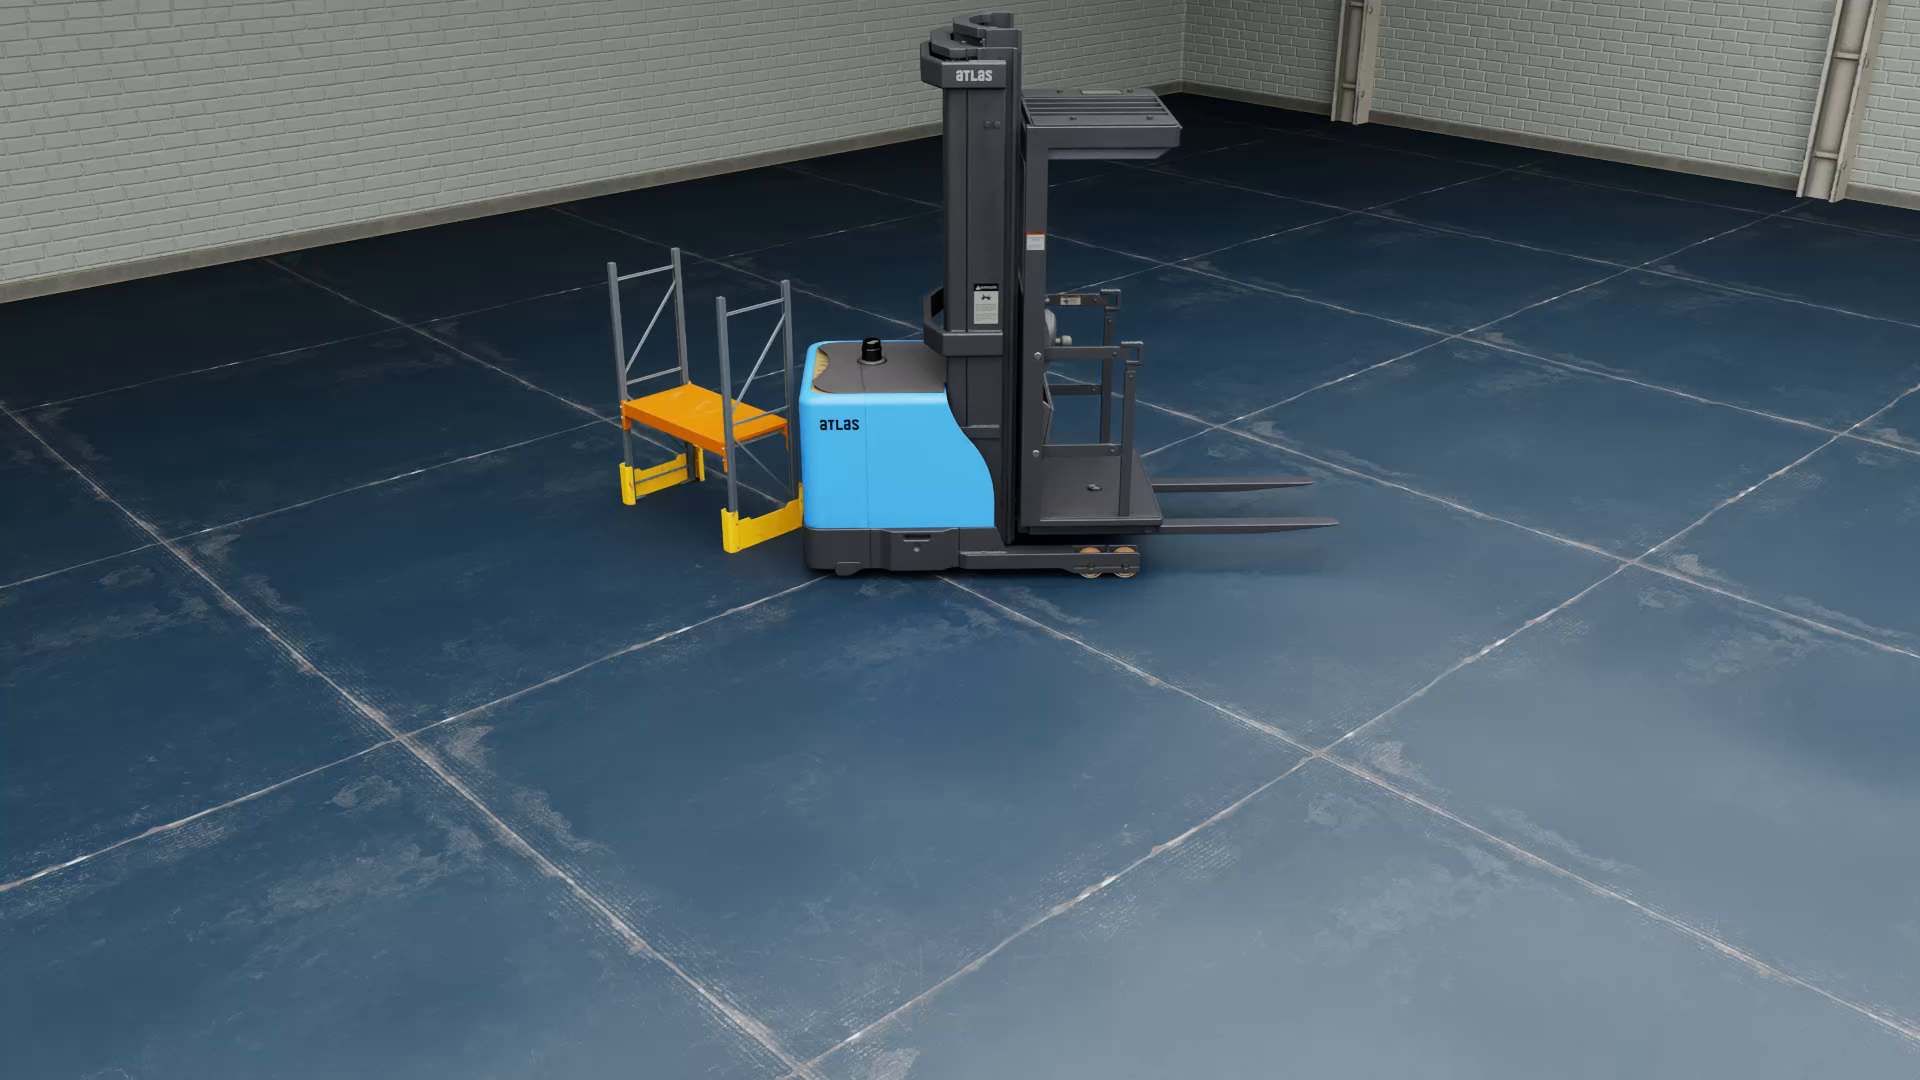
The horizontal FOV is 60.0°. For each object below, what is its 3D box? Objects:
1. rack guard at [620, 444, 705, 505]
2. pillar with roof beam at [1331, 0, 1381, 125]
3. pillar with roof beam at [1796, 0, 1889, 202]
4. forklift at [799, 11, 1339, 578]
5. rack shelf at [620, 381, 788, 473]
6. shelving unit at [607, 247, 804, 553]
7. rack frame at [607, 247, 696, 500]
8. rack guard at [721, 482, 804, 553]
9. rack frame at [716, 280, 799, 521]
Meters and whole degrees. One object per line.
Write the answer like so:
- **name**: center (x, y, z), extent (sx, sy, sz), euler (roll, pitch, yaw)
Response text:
- **rack guard**: center (-1.853, -0.423, 10.375), extent (0.087, 0.250, 0.587), euler (22, 33, 39)
- **pillar with roof beam**: center (1.962, -8.359, 17.232), extent (9.100, 9.000, 0.400), euler (-21, 32, -38)
- **pillar with roof beam**: center (6.063, -6.541, 13.247), extent (9.100, 9.000, 0.400), euler (-21, 32, -38)
- **forklift**: center (0.625, -1.341, 9.159), extent (3.031, 2.935, 1.130), euler (-1, 25, -2)
- **rack shelf**: center (-1.504, -0.686, 9.880), extent (1.000, 0.185, 0.538), euler (22, 33, 39)
- **shelving unit**: center (-1.497, -0.847, 9.799), extent (1.083, 1.500, 0.587), euler (22, 33, 39)
- **rack frame**: center (-1.867, -0.997, 10.128), extent (0.032, 1.500, 0.500), euler (22, 33, 39)
- **rack guard**: center (-1.141, -0.134, 9.742), extent (0.087, 0.250, 0.587), euler (22, 33, 39)
- **rack frame**: center (-1.140, -0.702, 9.482), extent (0.032, 1.500, 0.500), euler (22, 33, 39)
